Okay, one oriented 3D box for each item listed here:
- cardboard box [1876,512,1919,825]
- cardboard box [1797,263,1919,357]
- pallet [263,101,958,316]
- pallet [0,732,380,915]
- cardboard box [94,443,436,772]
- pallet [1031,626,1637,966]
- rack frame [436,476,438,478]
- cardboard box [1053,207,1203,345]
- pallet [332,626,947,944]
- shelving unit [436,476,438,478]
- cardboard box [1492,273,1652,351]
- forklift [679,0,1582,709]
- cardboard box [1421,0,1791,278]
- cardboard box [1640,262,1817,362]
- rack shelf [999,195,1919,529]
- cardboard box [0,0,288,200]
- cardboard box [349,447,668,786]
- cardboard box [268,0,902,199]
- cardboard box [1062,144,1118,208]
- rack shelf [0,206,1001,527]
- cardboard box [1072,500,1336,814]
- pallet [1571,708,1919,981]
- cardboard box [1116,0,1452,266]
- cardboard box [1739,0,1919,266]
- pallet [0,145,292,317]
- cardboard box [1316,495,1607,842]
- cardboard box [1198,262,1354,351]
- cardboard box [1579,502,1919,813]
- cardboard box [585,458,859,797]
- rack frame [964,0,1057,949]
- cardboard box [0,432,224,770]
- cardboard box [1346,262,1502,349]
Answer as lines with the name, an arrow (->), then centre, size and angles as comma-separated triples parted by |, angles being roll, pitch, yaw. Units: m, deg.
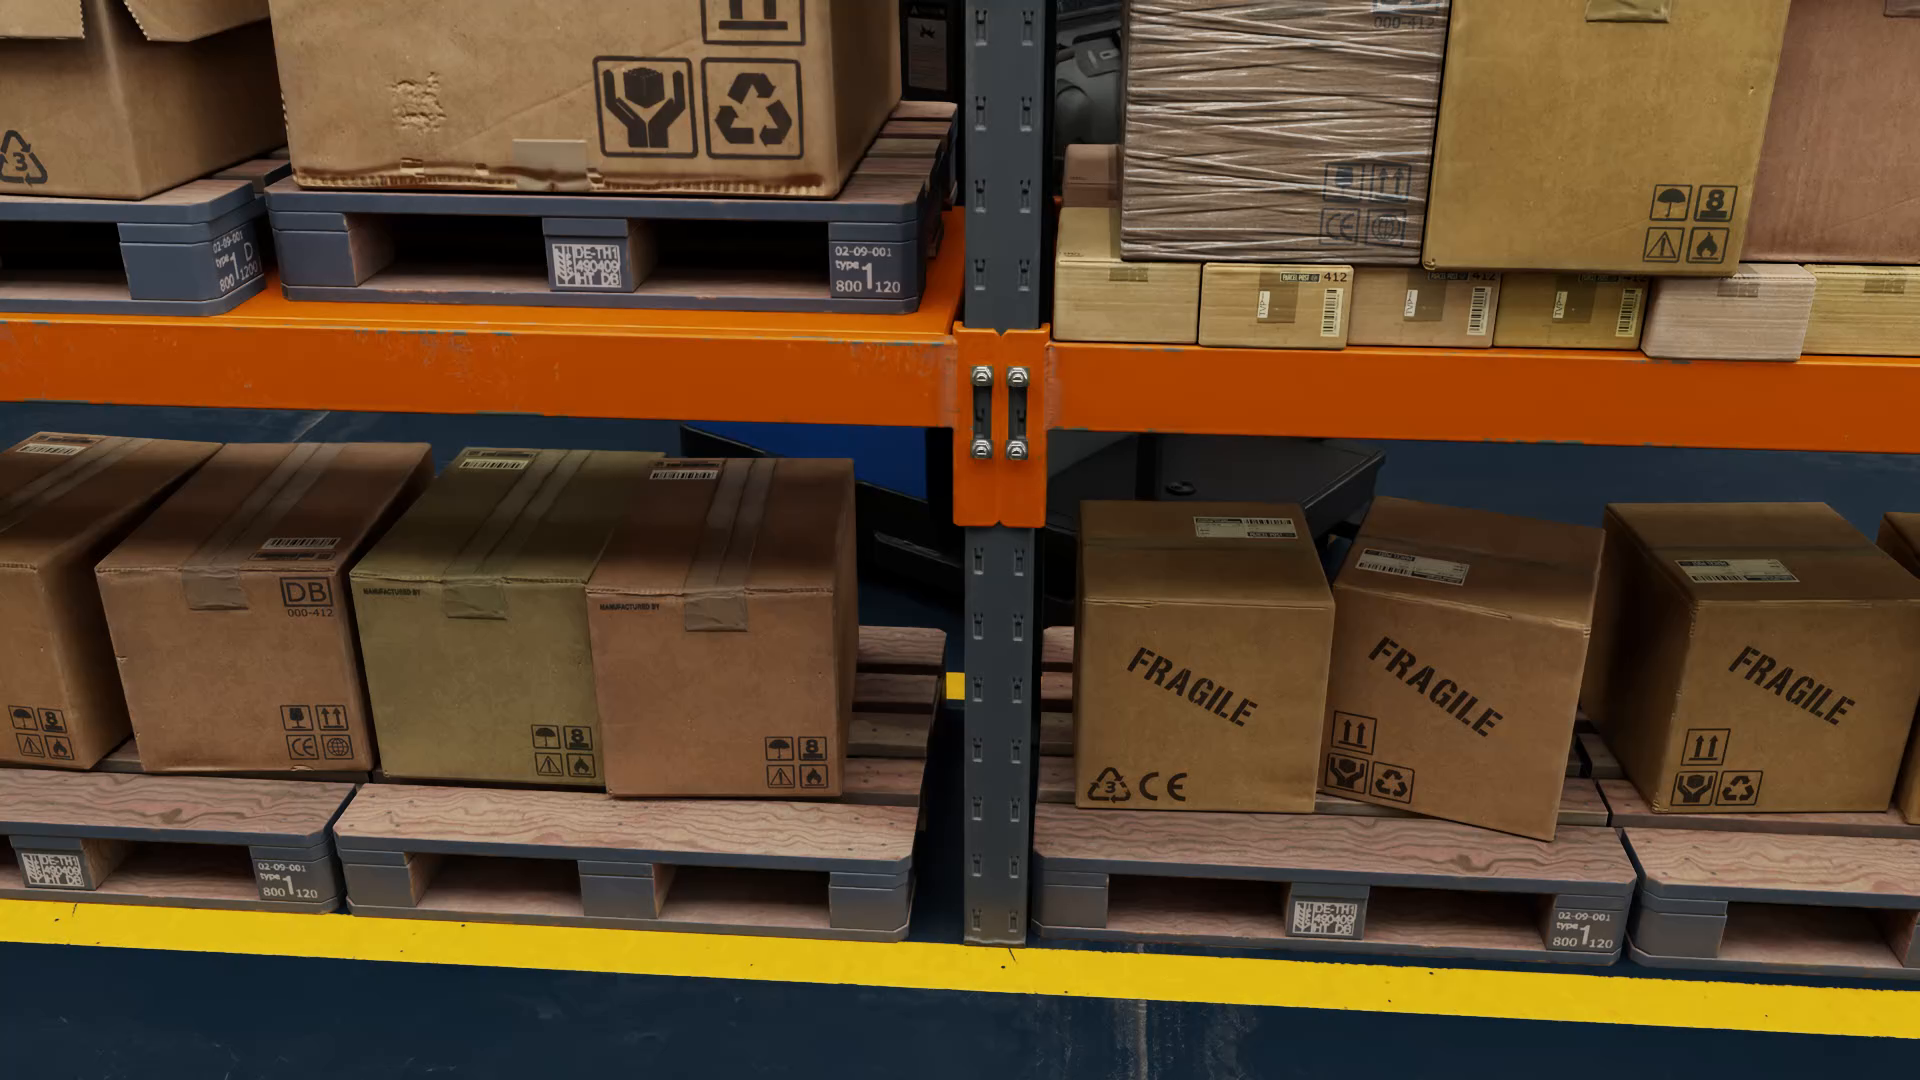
cardboard box -> 2.255, 0.282, 3.538 | 0.500, 0.500, 0.500 | 4, 25, 9
cardboard box -> 1.549, -0.455, 2.952 | 0.250, 0.149, 0.380 | 2, 25, 4
pallet -> -0.642, -0.729, 3.476 | 1.213, 0.211, 1.003 | 2, 25, 4
pallet -> -1.887, 0.473, 3.970 | 1.213, 0.211, 1.003 | 2, 25, 4
cardboard box -> -1.533, 0.135, 3.833 | 0.500, 0.500, 0.700 | 0, 25, -1
pallet -> 0.782, 0.542, 3.820 | 1.213, 0.211, 1.003 | 2, 25, 4
rack frame -> -1.740, -0.149, 5.120 | 1.200, 0.006, 0.240 | 0, 25, 0
cardboard box -> 0.301, -0.485, 3.016 | 0.250, 0.149, 0.380 | 2, 25, 4
pallet -> -0.667, 0.511, 3.887 | 1.213, 0.211, 1.003 | 2, 25, 4
shelving unit -> -1.739, -0.066, 5.158 | 1.200, 0.189, 0.258 | 0, 25, 0
cardboard box -> 1.050, -0.471, 2.986 | 0.250, 0.149, 0.380 | 2, 25, 4
forklift -> 0.575, -1.216, 4.386 | 3.031, 2.935, 1.130 | 18, 30, 34
cardboard box -> 1.049, -0.841, 3.014 | 0.500, 0.500, 0.875 | 2, 25, 4
cardboard box -> 1.296, -0.446, 2.932 | 0.250, 0.149, 0.380 | 2, 25, 4
rack shelf -> 2.103, -0.341, 3.263 | 4.000, 0.370, 1.077 | 2, 25, 4
cardboard box -> -1.626, -0.986, 3.179 | 0.637, 0.503, 0.797 | 4, 25, 9
cardboard box -> -0.975, 0.152, 3.794 | 0.500, 0.500, 0.700 | 2, 25, 4
cardboard box -> -0.672, -1.279, 3.220 | 1.000, 1.000, 1.000 | 2, 25, 4
cardboard box -> 0.346, -0.733, 3.555 | 0.250, 0.149, 0.380 | 2, 25, 4
rack shelf -> -1.885, -0.469, 3.541 | 4.000, 0.370, 1.077 | 2, 25, 4
cardboard box -> 0.505, 0.243, 3.622 | 0.500, 0.500, 0.500 | 1, 25, 2
pallet -> 2.001, 0.580, 3.737 | 1.213, 0.211, 1.003 | 2, 25, 4
cardboard box -> 0.553, -0.872, 3.081 | 0.500, 0.500, 0.875 | 2, 25, 4
cardboard box -> 1.555, -0.867, 3.071 | 0.500, 0.500, 0.875 | 2, 25, 4
pallet -> -1.902, -0.726, 3.469 | 1.213, 0.211, 1.003 | 2, 25, 4
cardboard box -> 1.077, 0.258, 3.589 | 0.500, 0.500, 0.500 | 10, 27, 21
cardboard box -> 0.549, -0.472, 2.987 | 0.250, 0.149, 0.380 | 2, 25, 4
cardboard box -> 1.702, 0.245, 3.617 | 0.500, 0.500, 0.500 | 0, 25, -1
cardboard box -> -0.501, 0.176, 3.744 | 0.500, 0.500, 0.700 | 0, 25, 0
rack frame -> 0.109, -0.732, 3.251 | 0.127, 3.000, 1.000 | 2, 25, 4
cardboard box -> -2.090, 0.117, 3.871 | 0.500, 0.500, 0.700 | 4, 25, 8
cardboard box -> 0.800, -0.475, 2.995 | 0.250, 0.149, 0.380 | 2, 25, 4
